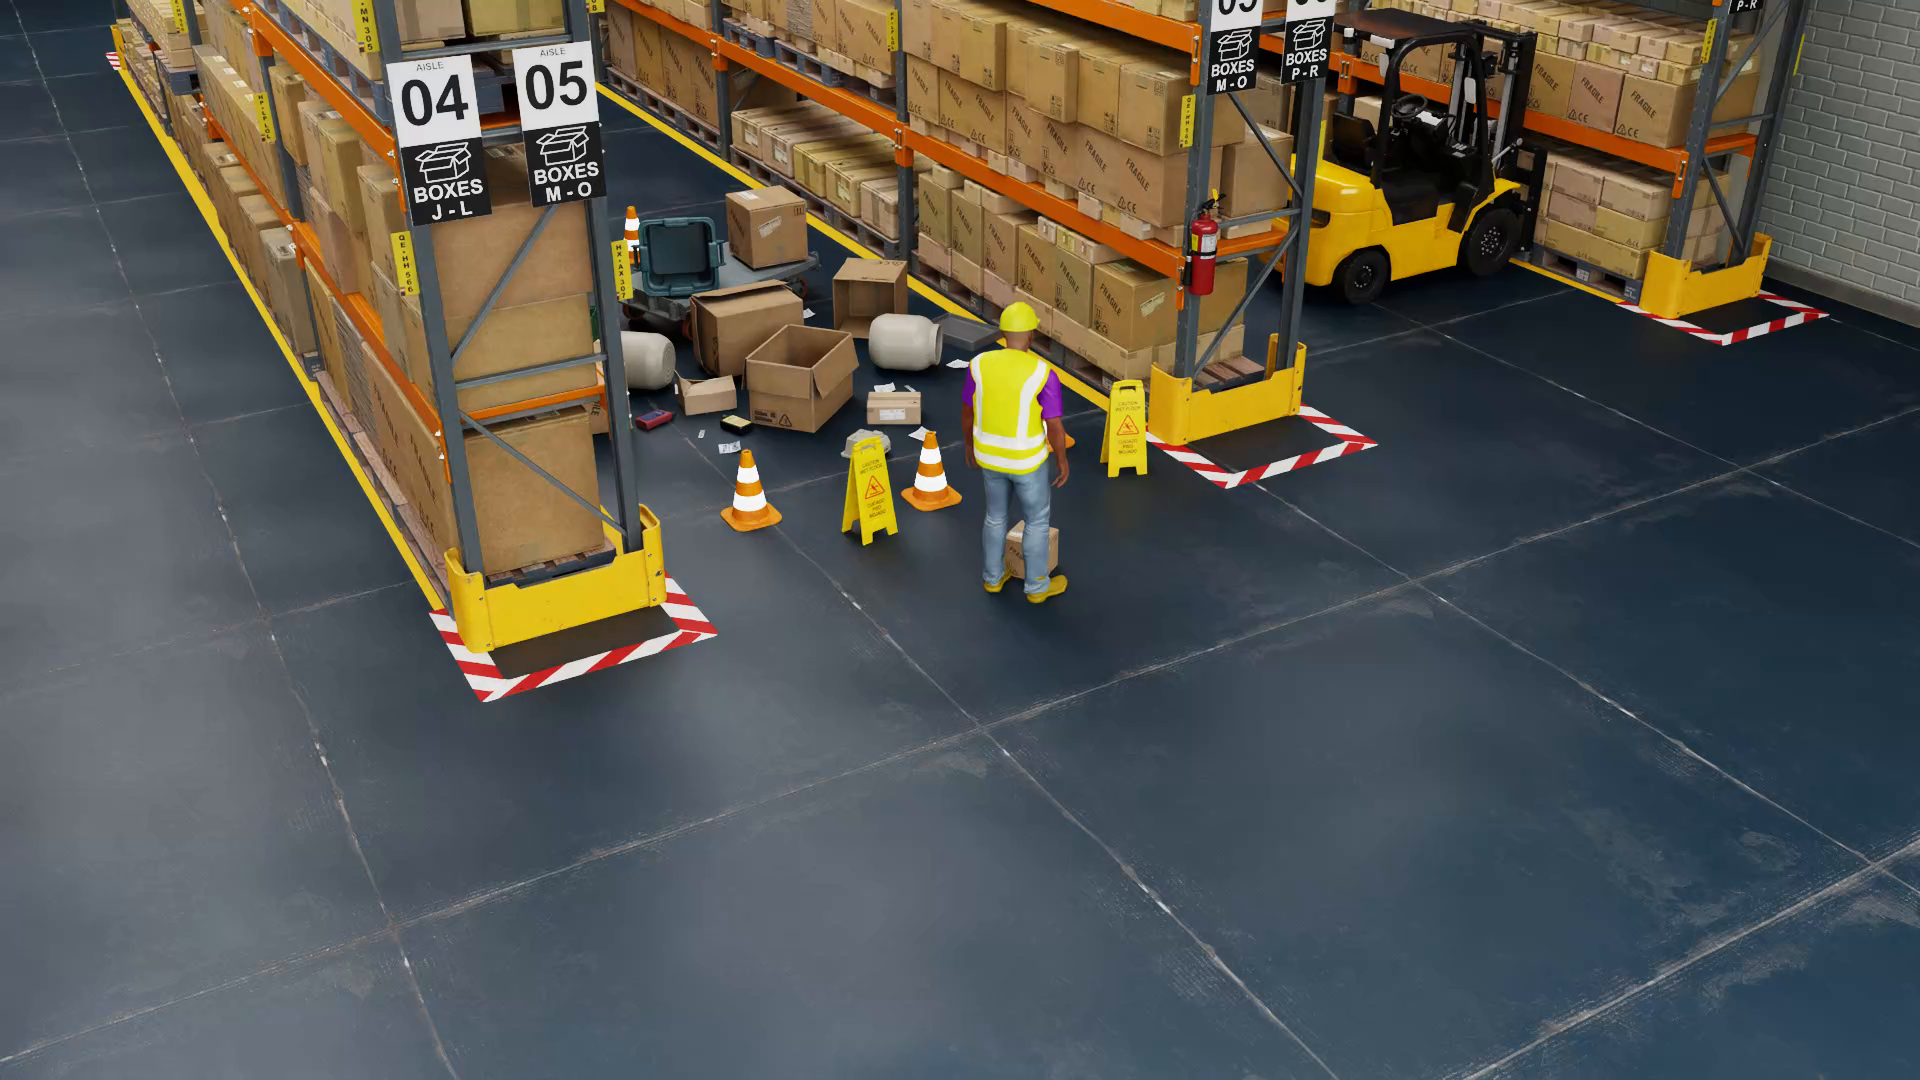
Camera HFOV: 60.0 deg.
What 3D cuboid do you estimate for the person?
[{"bbox_3d":[0.314,-0.492,9.440,0.635,1.760,0.455,14,32,23],"label":"person"}]
